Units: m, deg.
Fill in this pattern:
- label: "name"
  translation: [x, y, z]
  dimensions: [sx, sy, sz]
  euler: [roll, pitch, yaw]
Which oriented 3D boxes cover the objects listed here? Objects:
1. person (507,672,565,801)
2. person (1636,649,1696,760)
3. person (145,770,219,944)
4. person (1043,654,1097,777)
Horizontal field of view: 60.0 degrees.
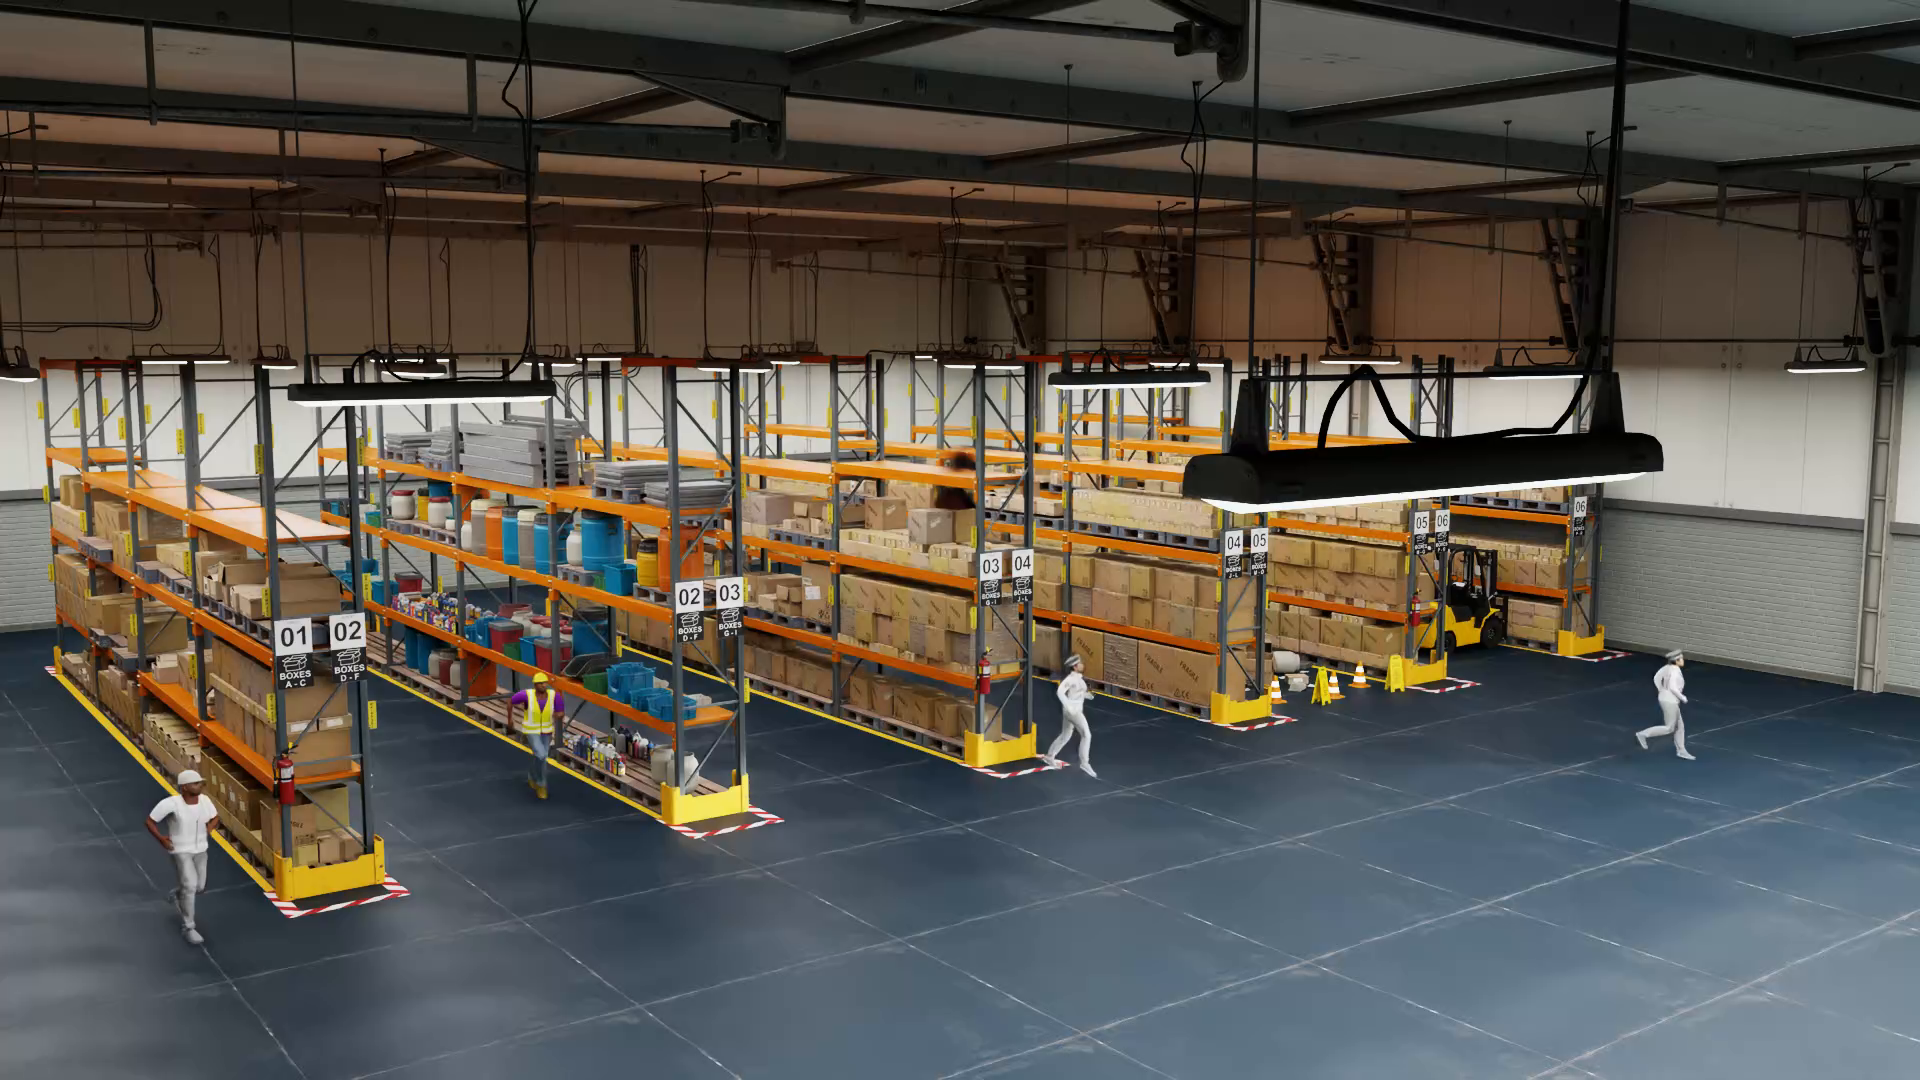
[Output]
- label: "person"
  translation: [-5.856, 2.701, 23.081]
  dimensions: [0.729, 1.784, 0.835]
  euler: [-4, 8, -33]
- label: "person"
  translation: [10.737, 2.487, 25.254]
  dimensions: [0.879, 1.685, 0.641]
  euler: [1, 7, 8]
- label: "person"
  translation: [-8.280, 3.338, 17.898]
  dimensions: [0.944, 1.745, 0.723]
  euler: [4, 8, 29]
- label: "person"
  translation: [1.568, 2.482, 23.720]
  dimensions: [0.765, 1.754, 0.596]
  euler: [0, 7, 1]
